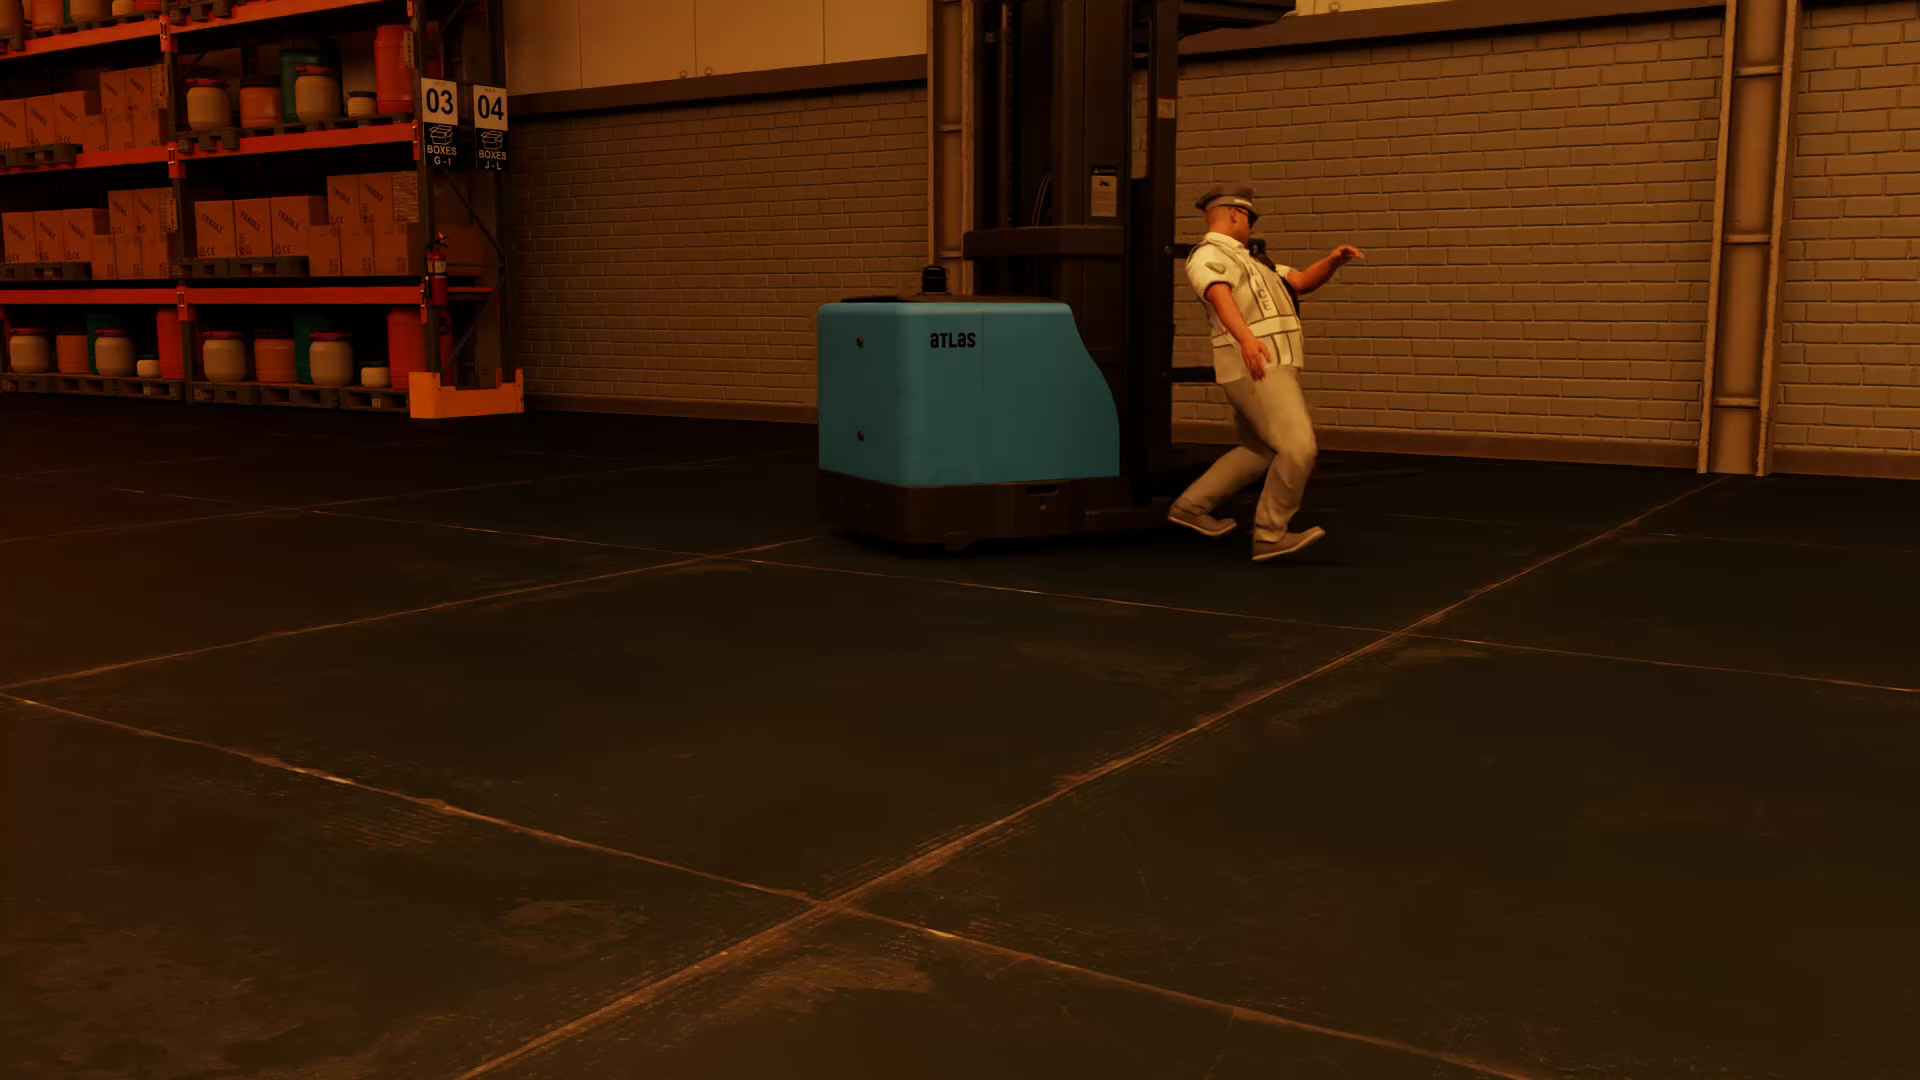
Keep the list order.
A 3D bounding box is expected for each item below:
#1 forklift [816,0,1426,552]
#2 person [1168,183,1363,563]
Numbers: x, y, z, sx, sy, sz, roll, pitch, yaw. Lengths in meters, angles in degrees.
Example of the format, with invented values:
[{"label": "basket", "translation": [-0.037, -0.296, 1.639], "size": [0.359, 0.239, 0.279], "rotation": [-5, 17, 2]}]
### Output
[{"label": "forklift", "translation": [0.876, -1.520, 7.884], "size": [3.031, 2.935, 1.130], "rotation": [-4, 9, -27]}, {"label": "person", "translation": [1.249, -0.704, 6.988], "size": [0.838, 1.585, 0.914], "rotation": [2, 8, 14]}]
